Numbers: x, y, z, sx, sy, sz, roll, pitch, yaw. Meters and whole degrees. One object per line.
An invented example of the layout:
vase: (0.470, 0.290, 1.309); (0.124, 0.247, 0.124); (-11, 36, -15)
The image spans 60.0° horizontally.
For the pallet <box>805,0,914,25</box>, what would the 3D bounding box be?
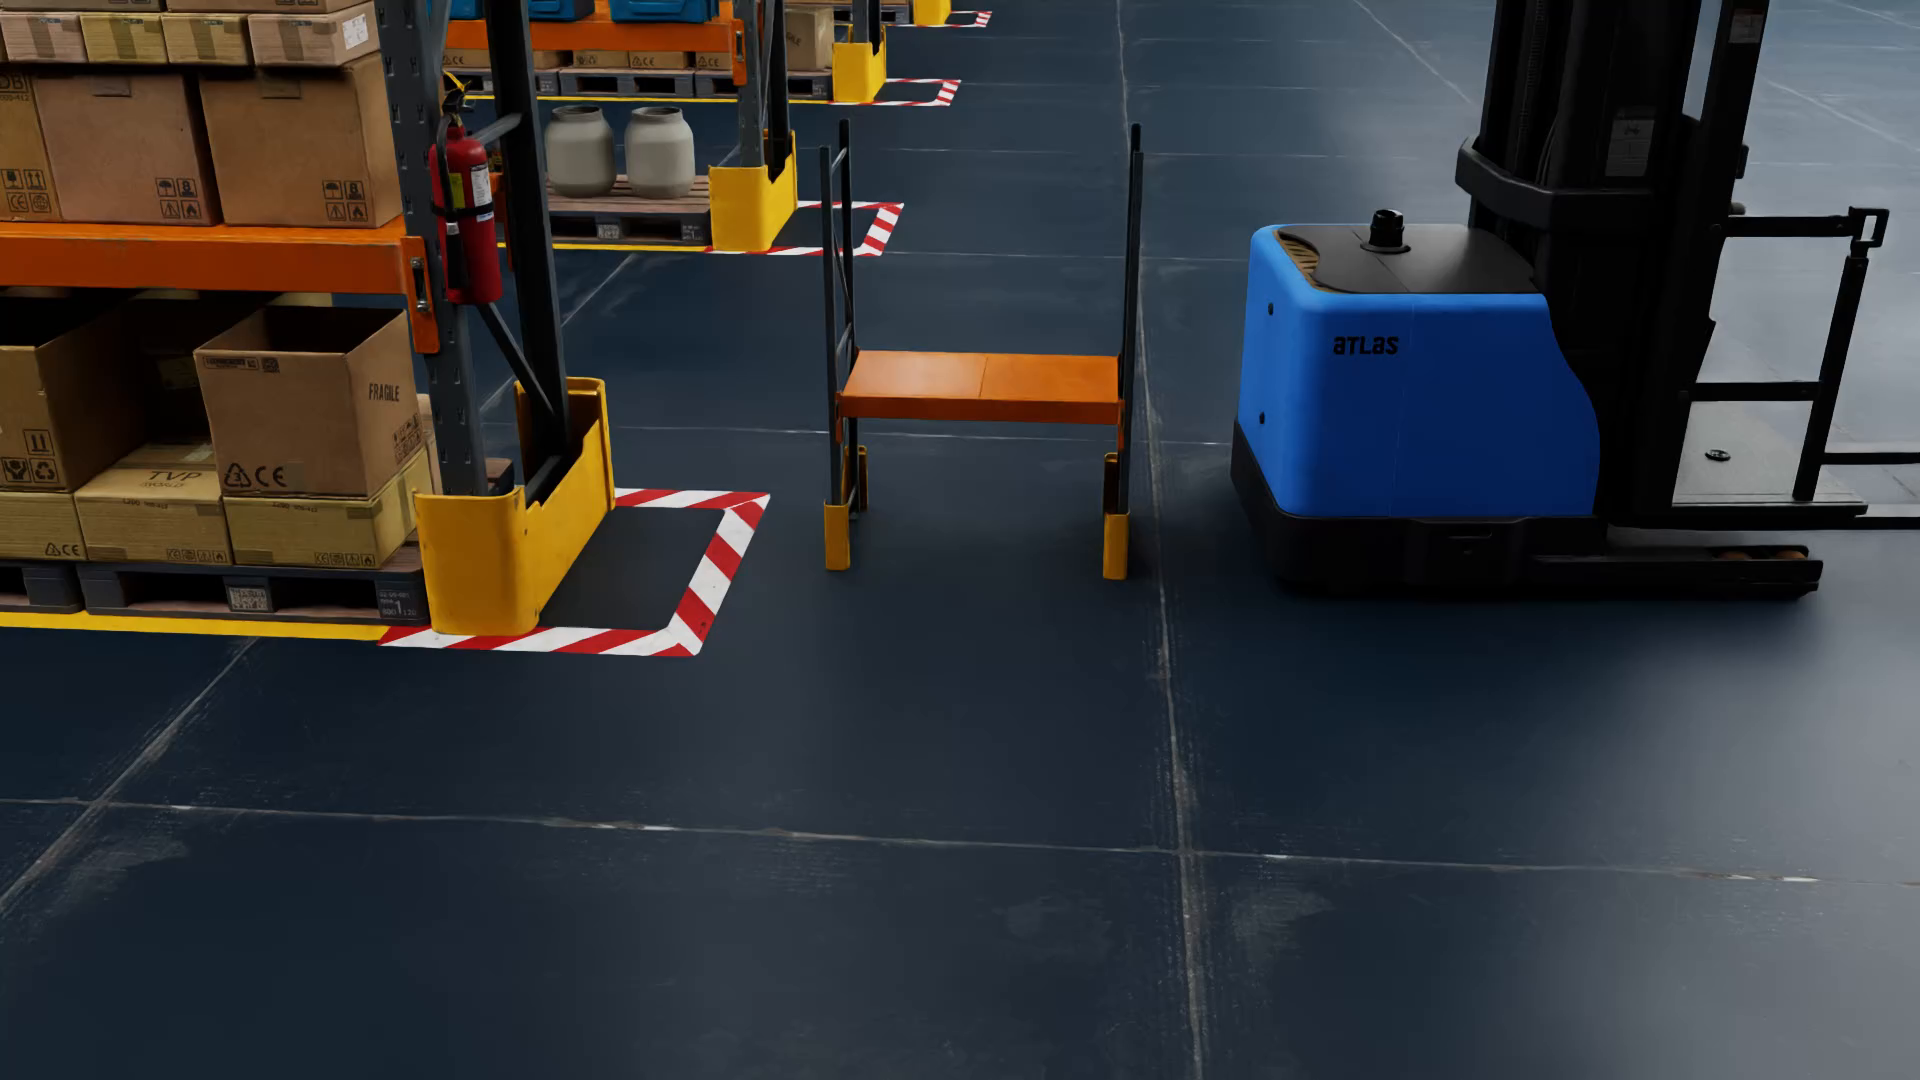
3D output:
pallet: (-1.145, -6.208, 19.451); (1.213, 0.211, 1.003); (2, 25, 4)

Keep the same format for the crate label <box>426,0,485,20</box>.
crate label: (-3.057, -3.316, 9.787); (0.616, 0.435, 0.502); (2, 25, 4)

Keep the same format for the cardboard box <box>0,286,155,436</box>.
cardboard box: (-3.100, -0.707, 6.050); (0.500, 0.500, 0.500); (2, 25, 4)

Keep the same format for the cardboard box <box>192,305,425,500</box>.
cardboard box: (-2.142, -0.464, 5.523); (0.500, 0.500, 0.500); (2, 25, 4)

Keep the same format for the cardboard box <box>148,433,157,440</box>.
cardboard box: (-3.099, -0.371, 6.217); (0.500, 0.250, 0.500); (2, 25, 4)

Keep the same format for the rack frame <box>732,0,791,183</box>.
rack frame: (-1.201, -3.353, 9.911); (0.127, 3.000, 1.000); (2, 25, 4)

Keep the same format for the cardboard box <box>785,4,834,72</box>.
cardboard box: (-1.443, -4.500, 14.891); (0.500, 0.500, 0.500); (6, 25, 14)

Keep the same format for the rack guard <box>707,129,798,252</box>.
rack guard: (-1.281, -2.201, 10.396); (0.348, 0.500, 1.175); (2, 25, 4)

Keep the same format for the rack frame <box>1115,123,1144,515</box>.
rack frame: (0.592, -0.662, 5.857); (0.032, 1.500, 0.500); (2, 25, 4)

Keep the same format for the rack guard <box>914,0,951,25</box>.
rack guard: (-0.318, -6.345, 19.404); (0.348, 0.500, 1.175); (2, 25, 4)

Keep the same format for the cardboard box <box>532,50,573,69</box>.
cardboard box: (-3.843, -4.556, 15.013); (0.500, 0.500, 0.500); (10, 27, 21)

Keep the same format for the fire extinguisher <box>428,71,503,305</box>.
fire extinguisher: (-1.502, -1.056, 5.012); (0.183, 0.674, 0.296); (2, 25, 4)

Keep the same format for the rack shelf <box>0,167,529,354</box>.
rack shelf: (-3.578, -1.026, 5.714); (4.000, 0.370, 1.077); (2, 25, 4)

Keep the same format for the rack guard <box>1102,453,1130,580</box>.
rack guard: (0.573, -0.095, 6.120); (0.087, 0.250, 0.587); (2, 25, 4)

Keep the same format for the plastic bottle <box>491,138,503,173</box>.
plastic bottle: (-2.985, -2.502, 10.798); (0.097, 0.271, 0.097); (0, 25, 0)

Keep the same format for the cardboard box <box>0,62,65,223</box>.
cardboard box: (-3.067, -1.388, 5.520); (0.500, 0.500, 0.700); (2, 25, 4)

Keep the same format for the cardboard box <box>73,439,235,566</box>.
cardboard box: (-2.641, -0.136, 5.705); (0.500, 0.250, 0.500); (2, 25, 4)

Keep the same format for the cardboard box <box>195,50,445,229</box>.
cardboard box: (-2.049, -1.355, 5.448); (0.500, 0.500, 0.700); (2, 25, 4)

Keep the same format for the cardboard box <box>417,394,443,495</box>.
cardboard box: (-2.102, -0.341, 6.151); (0.500, 0.250, 0.500); (2, 25, 4)

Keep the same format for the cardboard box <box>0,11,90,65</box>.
cardboard box: (-2.746, -1.587, 5.176); (0.250, 0.149, 0.380); (2, 25, 5)

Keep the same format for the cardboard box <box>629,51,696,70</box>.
cardboard box: (-2.665, -4.533, 14.962); (0.500, 0.500, 0.500); (4, 25, 9)

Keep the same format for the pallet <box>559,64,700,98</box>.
pallet: (-2.918, -4.234, 15.161); (1.213, 0.211, 1.003); (2, 25, 4)

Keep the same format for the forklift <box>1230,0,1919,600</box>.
forklift: (2.591, -1.348, 5.635); (3.031, 2.935, 1.130); (0, 25, -1)

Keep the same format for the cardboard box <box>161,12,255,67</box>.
cardboard box: (-2.241, -1.570, 5.139); (0.250, 0.149, 0.380); (2, 25, 5)

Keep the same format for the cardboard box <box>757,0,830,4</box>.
cardboard box: (-1.900, -6.729, 19.286); (0.875, 0.875, 0.875); (1, 25, 3)

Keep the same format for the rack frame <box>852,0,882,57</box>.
rack frame: (-0.822, -5.418, 14.397); (0.127, 3.000, 1.000); (2, 25, 4)

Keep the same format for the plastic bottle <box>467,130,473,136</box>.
plastic bottle: (-3.209, -2.522, 10.828); (0.133, 0.283, 0.061); (2, 25, 5)

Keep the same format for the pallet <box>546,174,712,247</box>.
pallet: (-2.090, -2.098, 10.518); (1.213, 0.211, 1.003); (2, 25, 4)

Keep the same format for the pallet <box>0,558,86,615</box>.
pallet: (-3.563, -0.069, 6.110); (1.213, 0.211, 1.003); (2, 25, 4)

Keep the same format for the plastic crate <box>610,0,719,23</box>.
plastic crate: (-1.723, -3.177, 9.706); (0.616, 0.251, 0.499); (2, 25, 4)

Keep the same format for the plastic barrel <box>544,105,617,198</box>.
plastic barrel: (-2.363, -2.419, 10.355); (0.421, 0.512, 0.421); (0, 25, 0)

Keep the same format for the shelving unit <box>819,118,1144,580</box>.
shelving unit: (0.076, -0.679, 5.893); (1.083, 1.500, 0.587); (2, 25, 4)

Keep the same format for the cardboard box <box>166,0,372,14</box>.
cardboard box: (-2.101, -1.946, 5.180); (0.500, 0.500, 0.700); (2, 25, 4)
